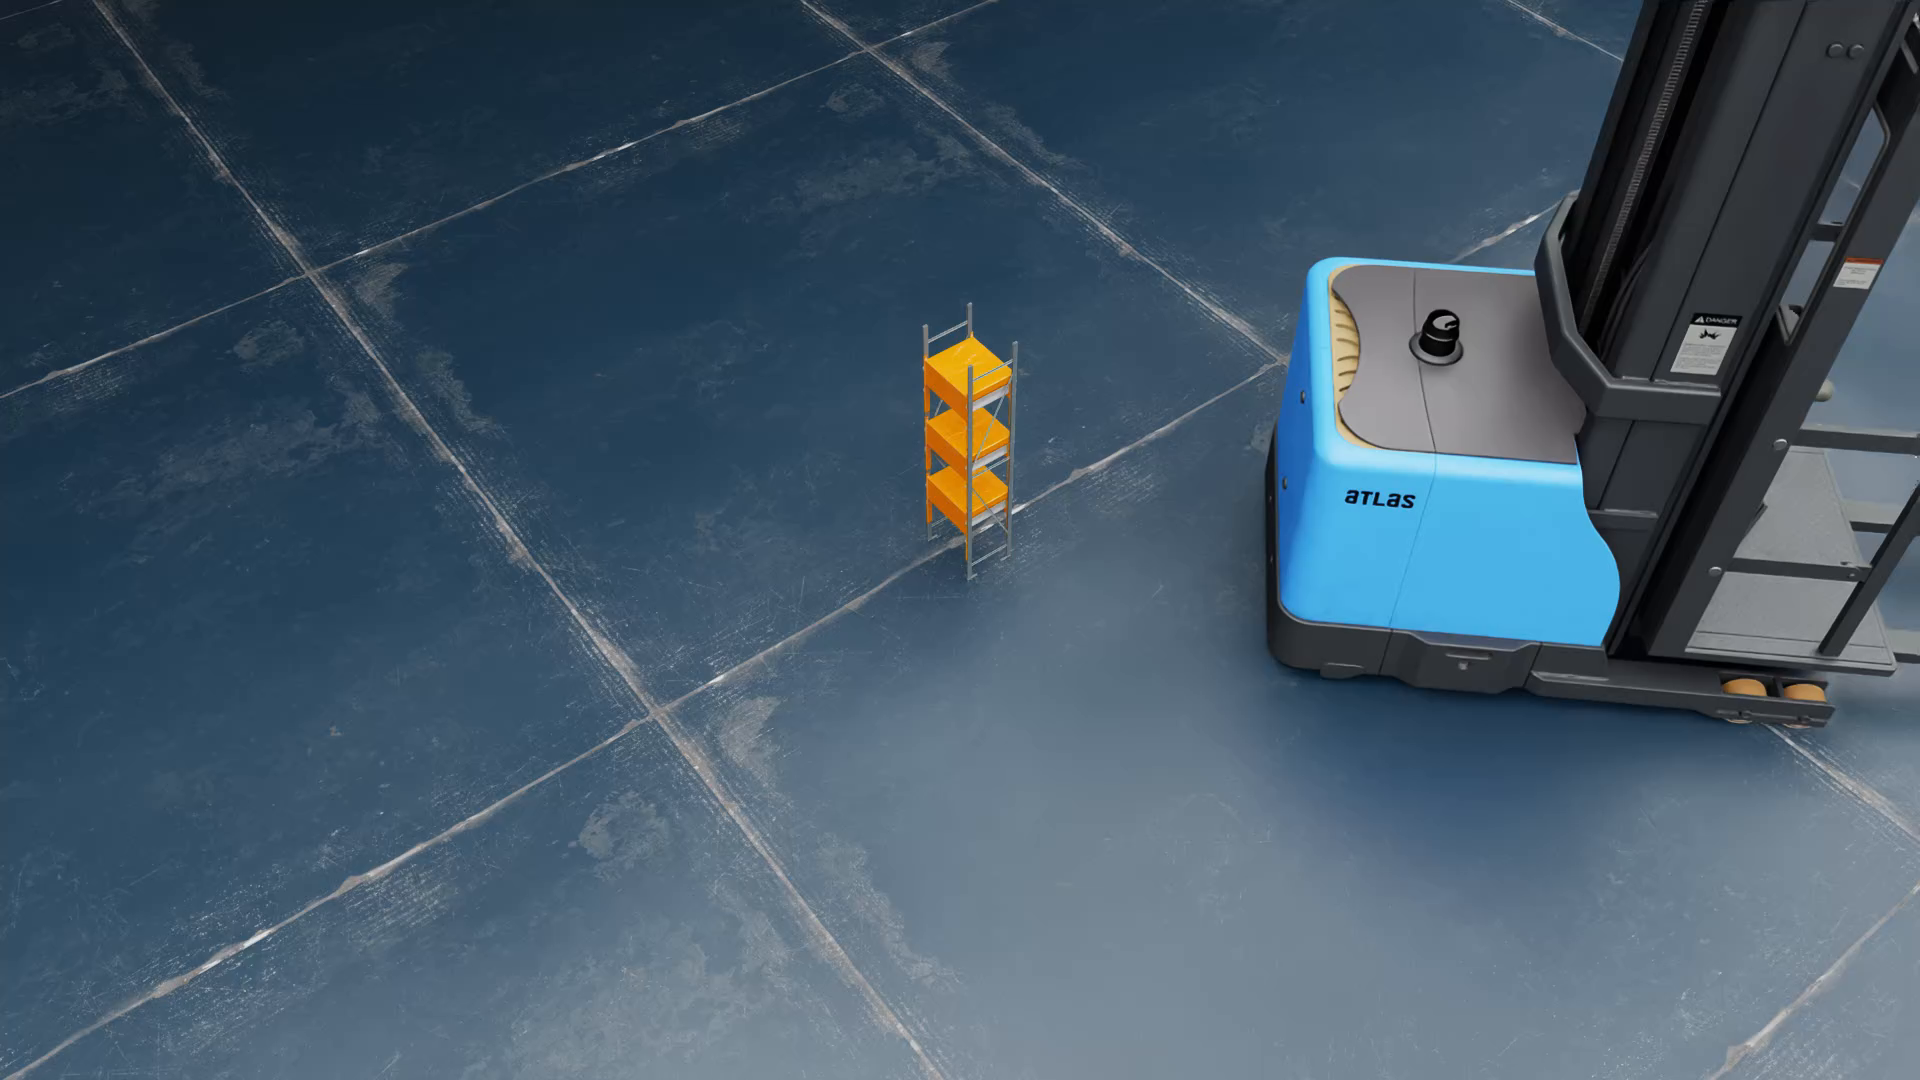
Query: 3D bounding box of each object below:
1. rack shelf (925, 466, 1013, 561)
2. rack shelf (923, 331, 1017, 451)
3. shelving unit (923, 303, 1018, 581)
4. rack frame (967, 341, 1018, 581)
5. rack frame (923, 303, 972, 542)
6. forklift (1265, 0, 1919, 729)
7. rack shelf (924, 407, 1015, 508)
[{"bbox_3d":[0.032,-0.127,6.046,0.215,0.259,0.240,-29,54,-24],"label":"rack shelf"},{"bbox_3d":[0.032,-0.505,5.630,0.215,0.259,0.240,-29,54,-24],"label":"rack shelf"},{"bbox_3d":[0.032,-0.321,5.832,0.215,1.050,0.252,-29,54,-24],"label":"shelving unit"},{"bbox_3d":[0.106,-0.249,5.767,0.200,1.050,0.008,-29,54,-24],"label":"rack frame"},{"bbox_3d":[-0.041,-0.393,5.898,0.200,1.050,0.008,-29,54,-24],"label":"rack frame"},{"bbox_3d":[2.630,-0.761,4.962,3.031,2.935,1.130,5,48,4],"label":"forklift"},{"bbox_3d":[0.032,-0.314,5.840,0.215,0.259,0.240,-29,54,-24],"label":"rack shelf"}]
